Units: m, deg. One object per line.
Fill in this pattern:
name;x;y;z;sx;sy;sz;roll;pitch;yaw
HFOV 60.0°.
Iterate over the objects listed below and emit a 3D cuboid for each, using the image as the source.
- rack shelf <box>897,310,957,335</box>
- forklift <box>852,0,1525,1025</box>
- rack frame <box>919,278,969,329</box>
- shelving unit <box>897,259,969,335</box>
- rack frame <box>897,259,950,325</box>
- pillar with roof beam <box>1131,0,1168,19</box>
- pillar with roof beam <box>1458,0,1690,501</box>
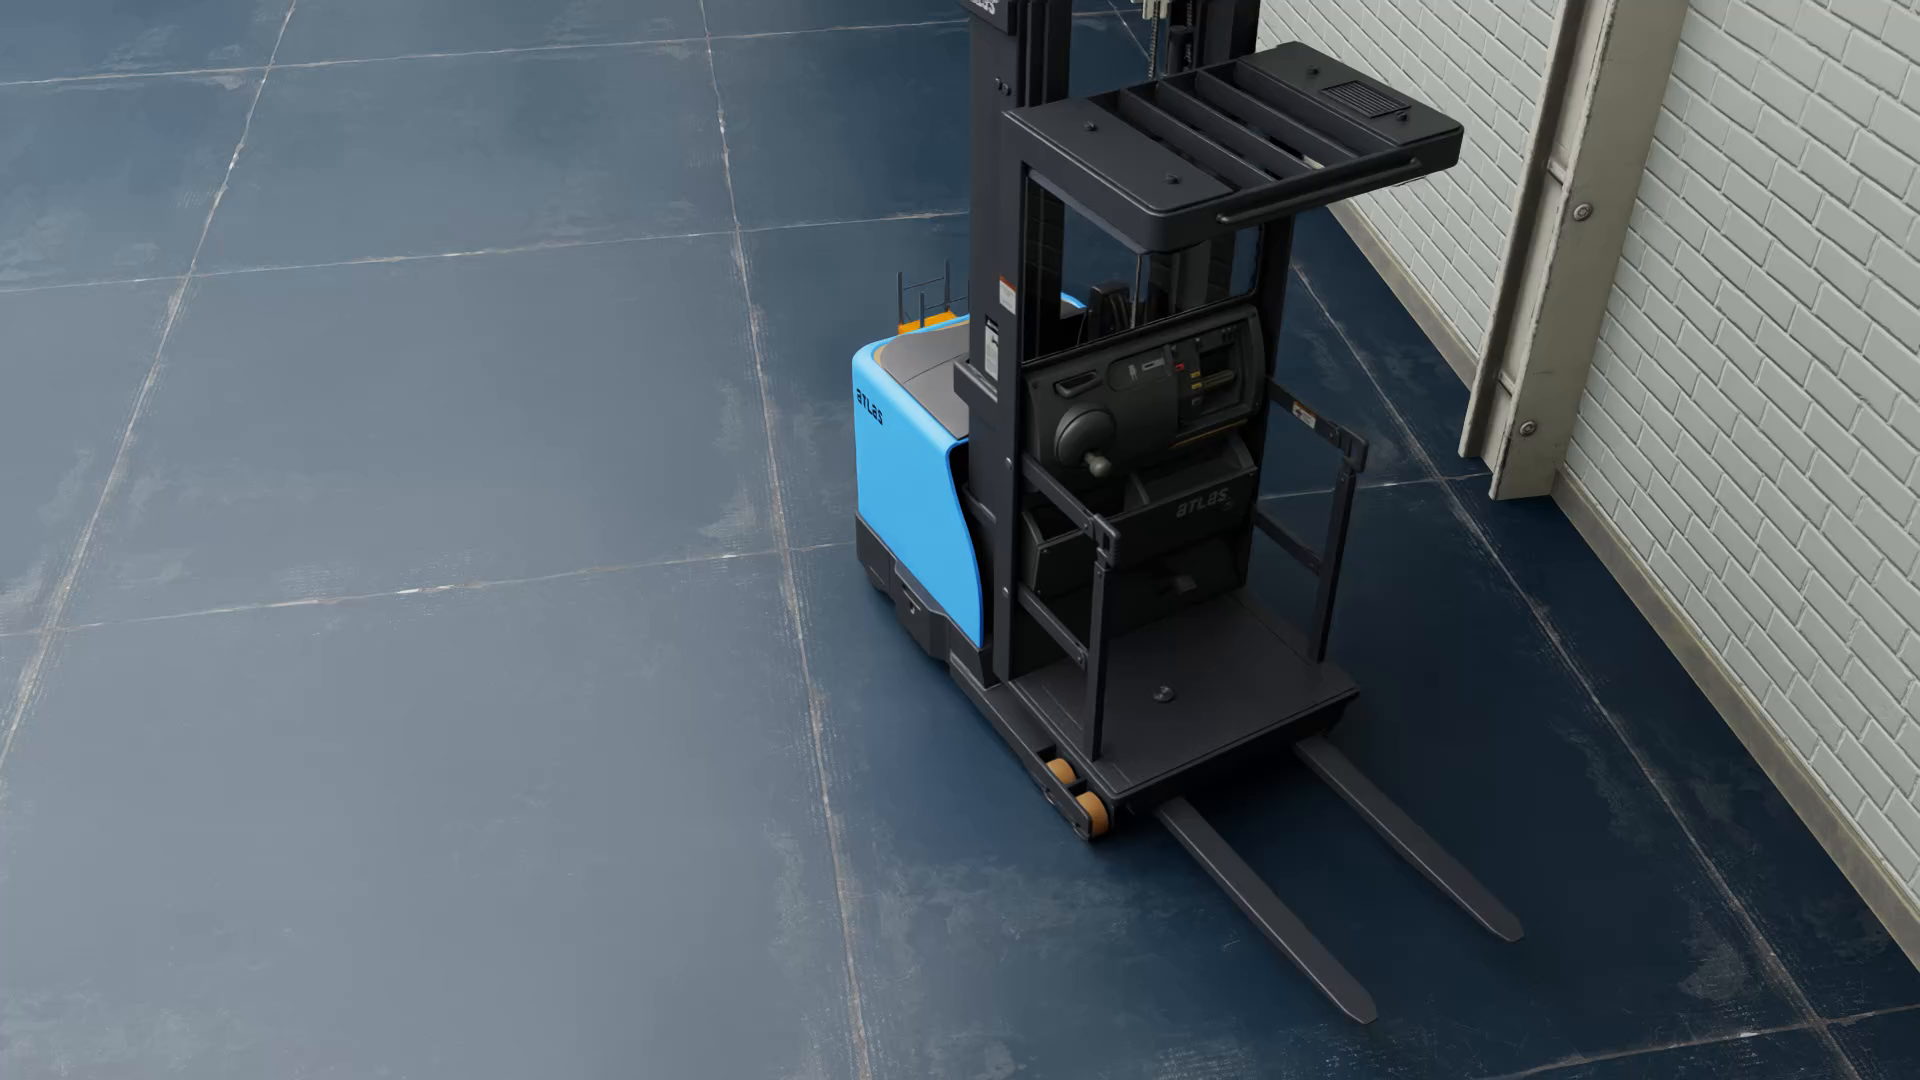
rack shelf;-0.102;-0.834;6.831;0.258;0.103;0.180;-20;42;-24
forklift;0.742;-0.425;5.408;1.130;2.935;3.031;-20;42;-24
rack frame;-0.056;-0.536;6.962;0.240;1.200;0.006;-20;42;-24
shelving unit;-0.102;-0.584;7.024;0.258;1.200;0.189;-20;42;-24
rack frame;-0.148;-0.633;7.087;0.240;1.200;0.006;-20;42;-24
pillar with roof beam;-2.775;-7.028;8.962;9.100;9.000;0.400;-6;38;-8
pillar with roof beam;-1.723;-3.404;4.297;9.100;9.000;0.400;-6;38;-8
